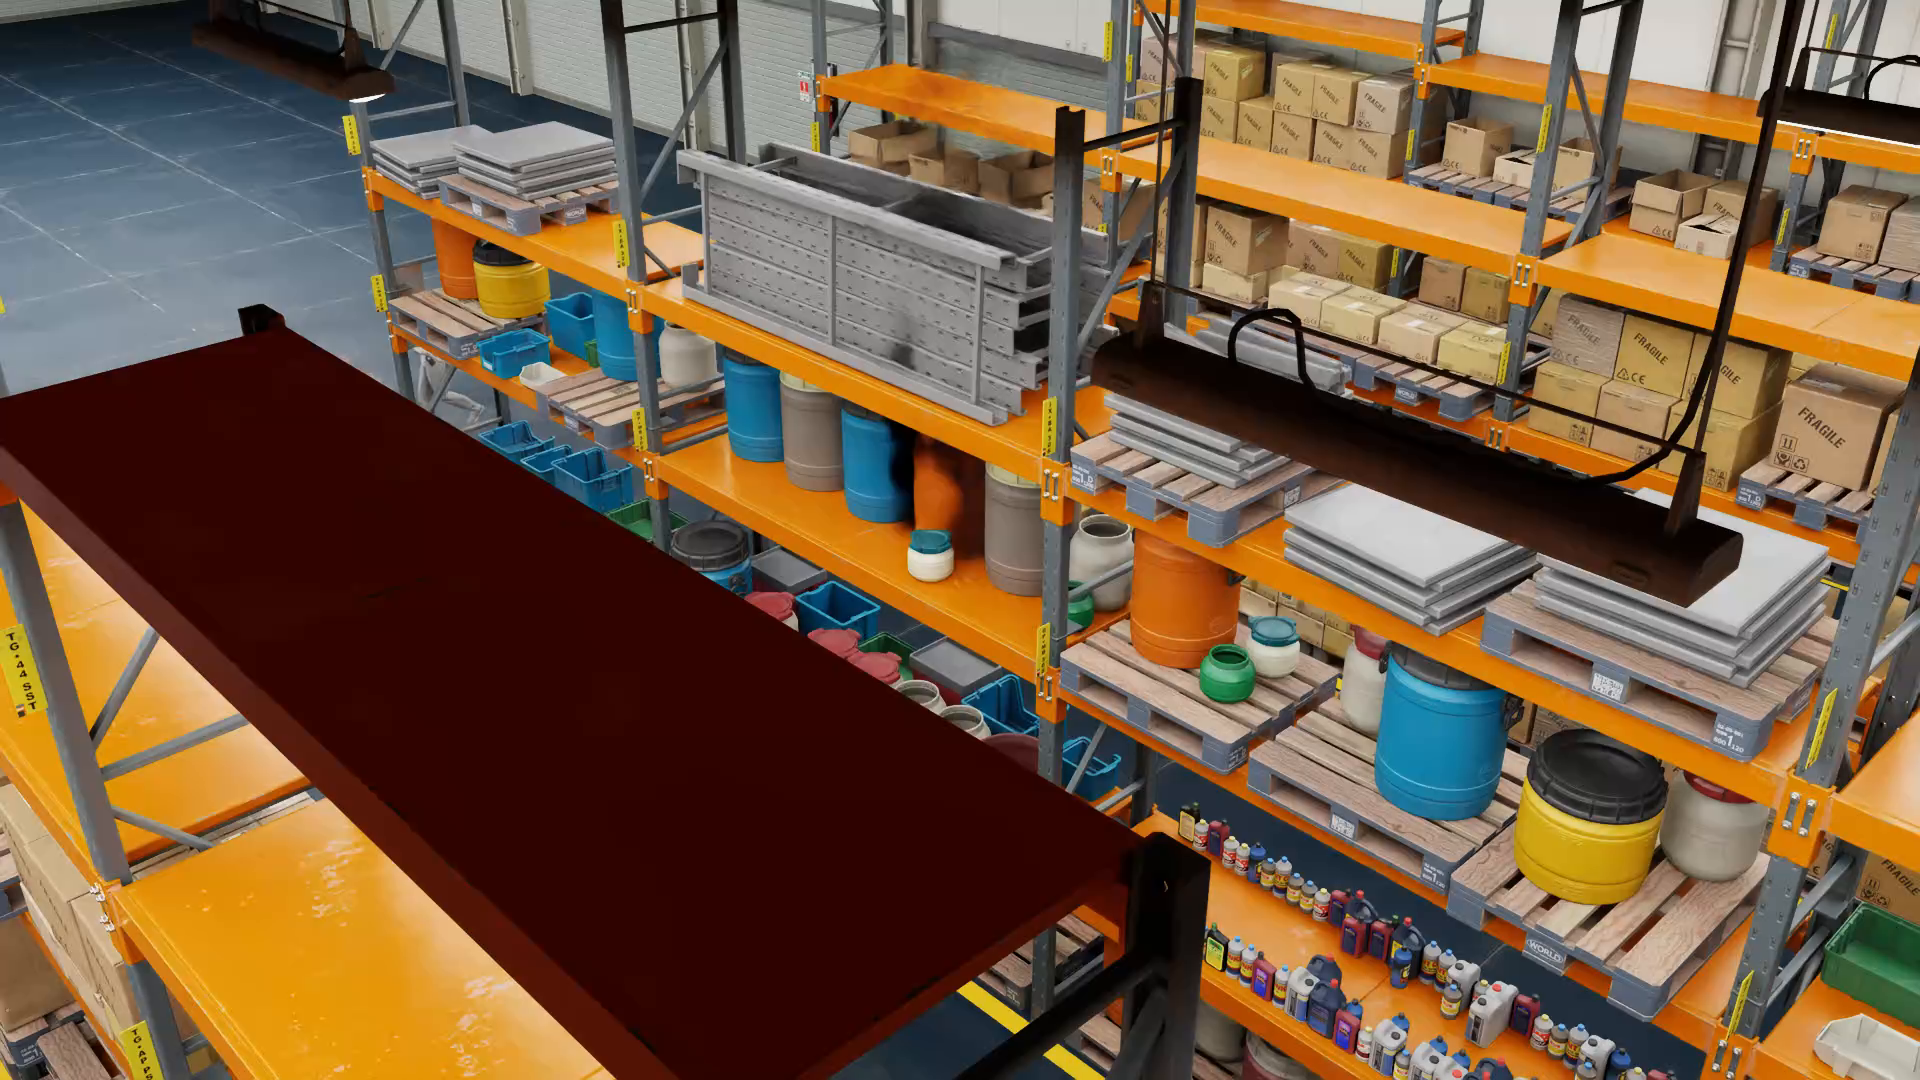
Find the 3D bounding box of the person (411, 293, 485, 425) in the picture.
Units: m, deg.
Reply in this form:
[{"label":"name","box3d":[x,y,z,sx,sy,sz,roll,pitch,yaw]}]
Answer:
[{"label":"person","box3d":[-5.932,-2.016,18.808,0.929,1.667,0.618,-7,29,-13]}]
